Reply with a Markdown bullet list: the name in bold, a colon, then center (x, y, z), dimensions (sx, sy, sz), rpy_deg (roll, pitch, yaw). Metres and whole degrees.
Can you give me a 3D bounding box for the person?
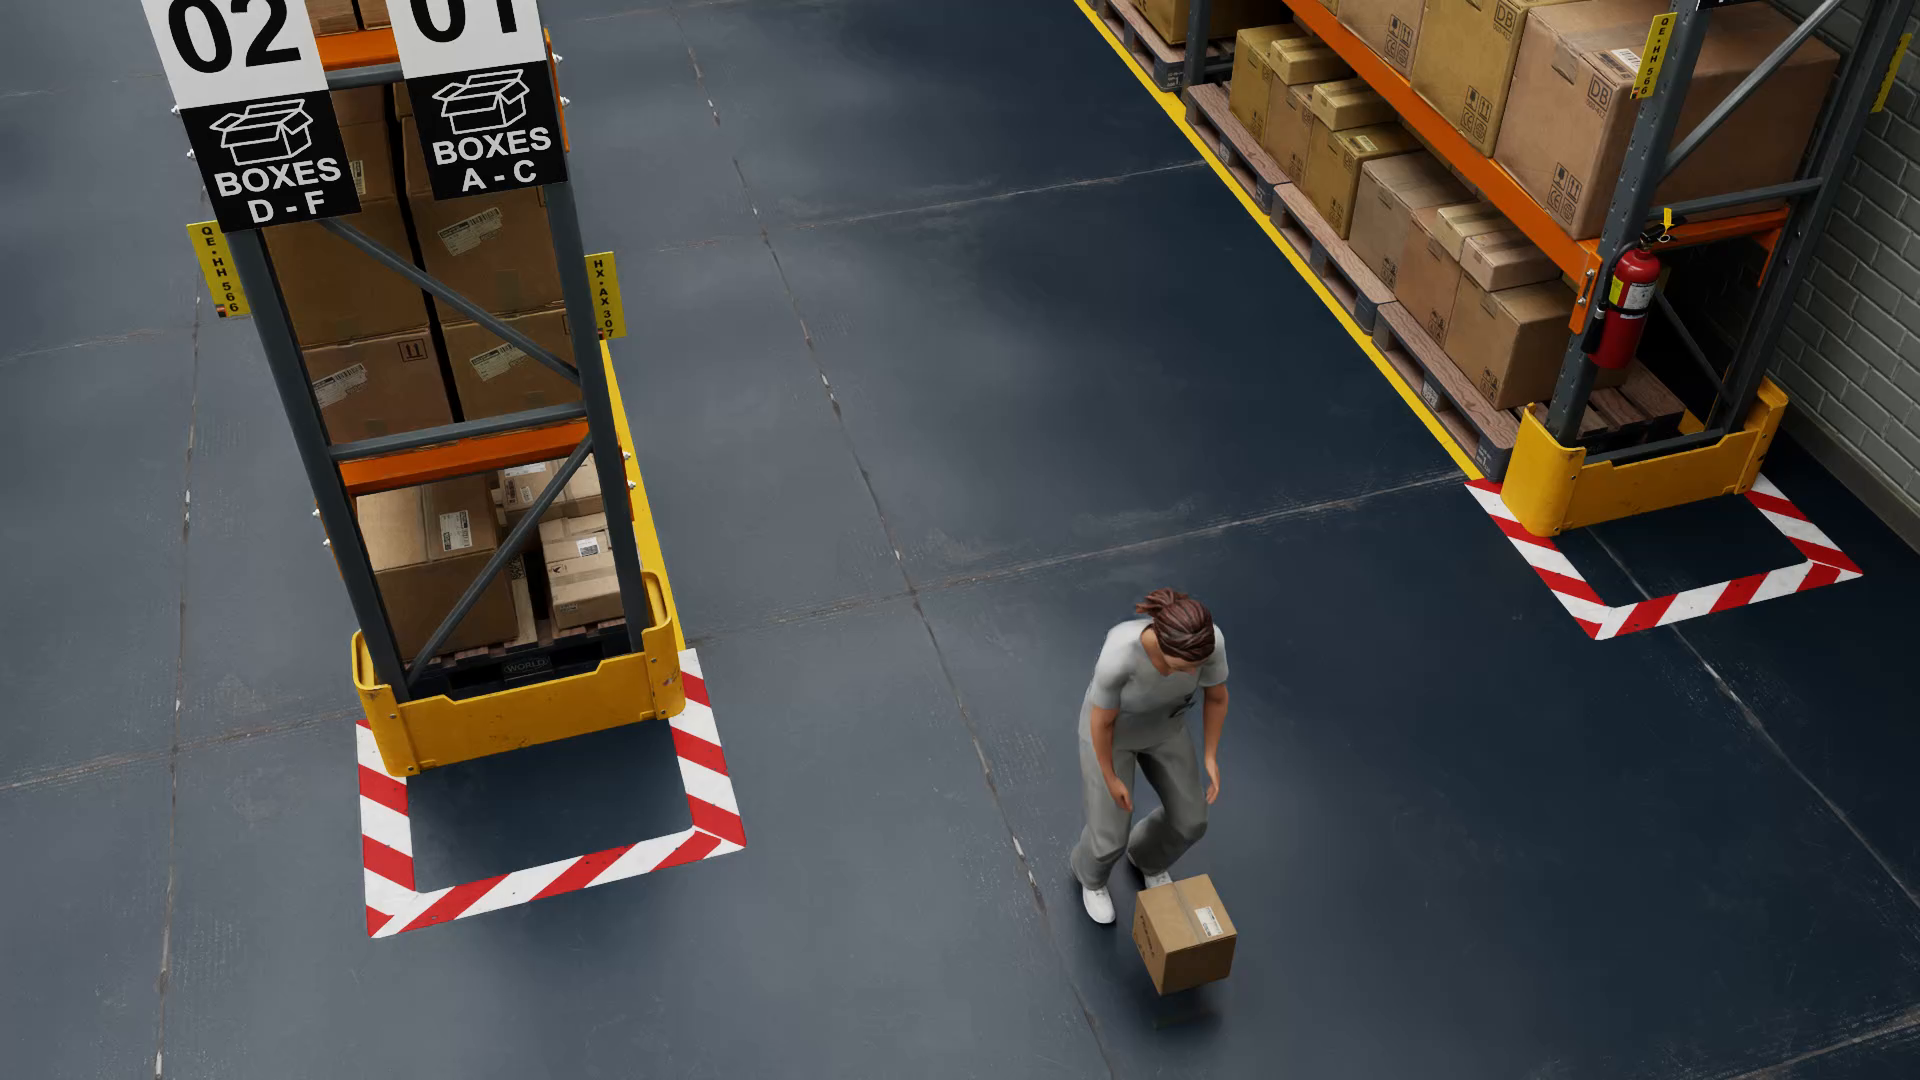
- **person**: center (0.632, 0.686, 5.506), dimensions (0.478, 1.556, 0.489), rpy_deg (-11, 44, -12)
